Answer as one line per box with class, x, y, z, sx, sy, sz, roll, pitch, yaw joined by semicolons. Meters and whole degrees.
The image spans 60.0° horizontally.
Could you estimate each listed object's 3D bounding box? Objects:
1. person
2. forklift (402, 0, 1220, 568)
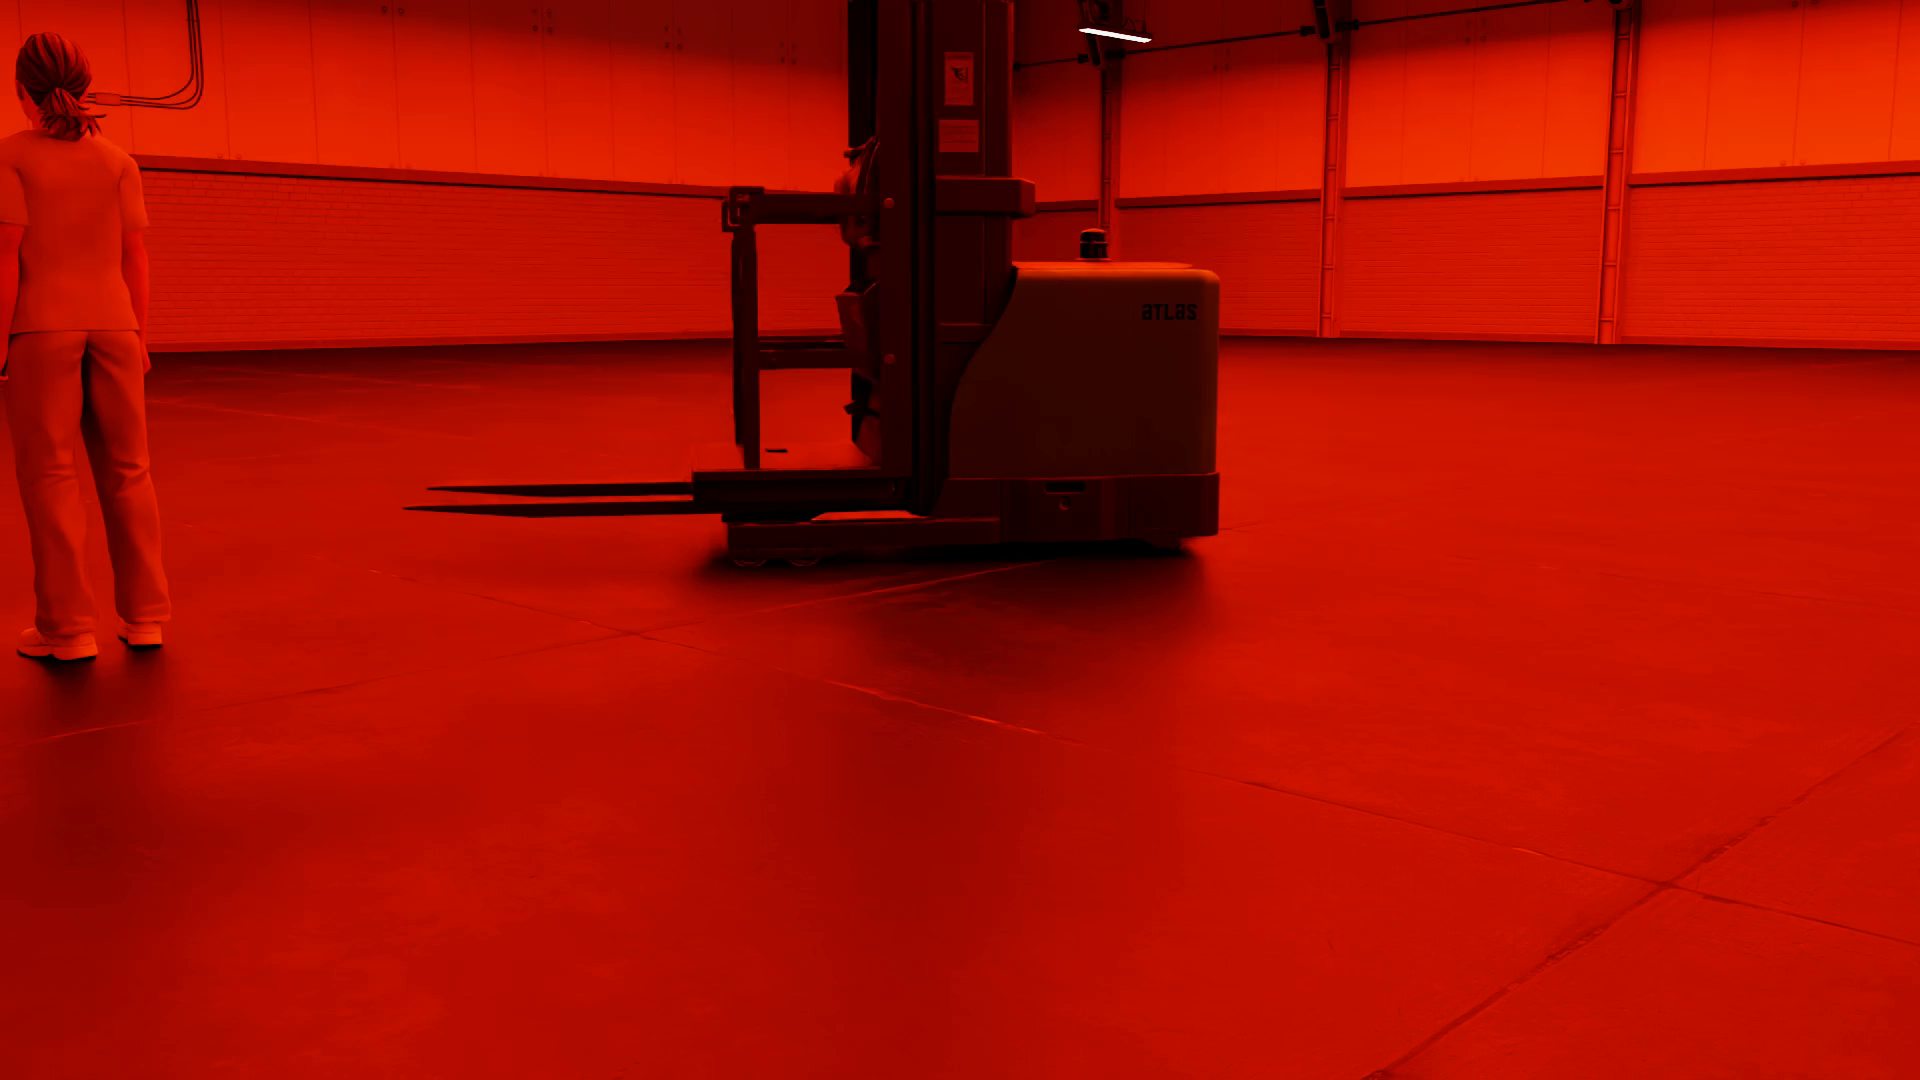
person;-2.431;-0.518;4.543;0.370;1.673;0.432;7;11;39
forklift;-0.573;-1.431;6.376;3.031;2.935;1.130;-1;9;-9
